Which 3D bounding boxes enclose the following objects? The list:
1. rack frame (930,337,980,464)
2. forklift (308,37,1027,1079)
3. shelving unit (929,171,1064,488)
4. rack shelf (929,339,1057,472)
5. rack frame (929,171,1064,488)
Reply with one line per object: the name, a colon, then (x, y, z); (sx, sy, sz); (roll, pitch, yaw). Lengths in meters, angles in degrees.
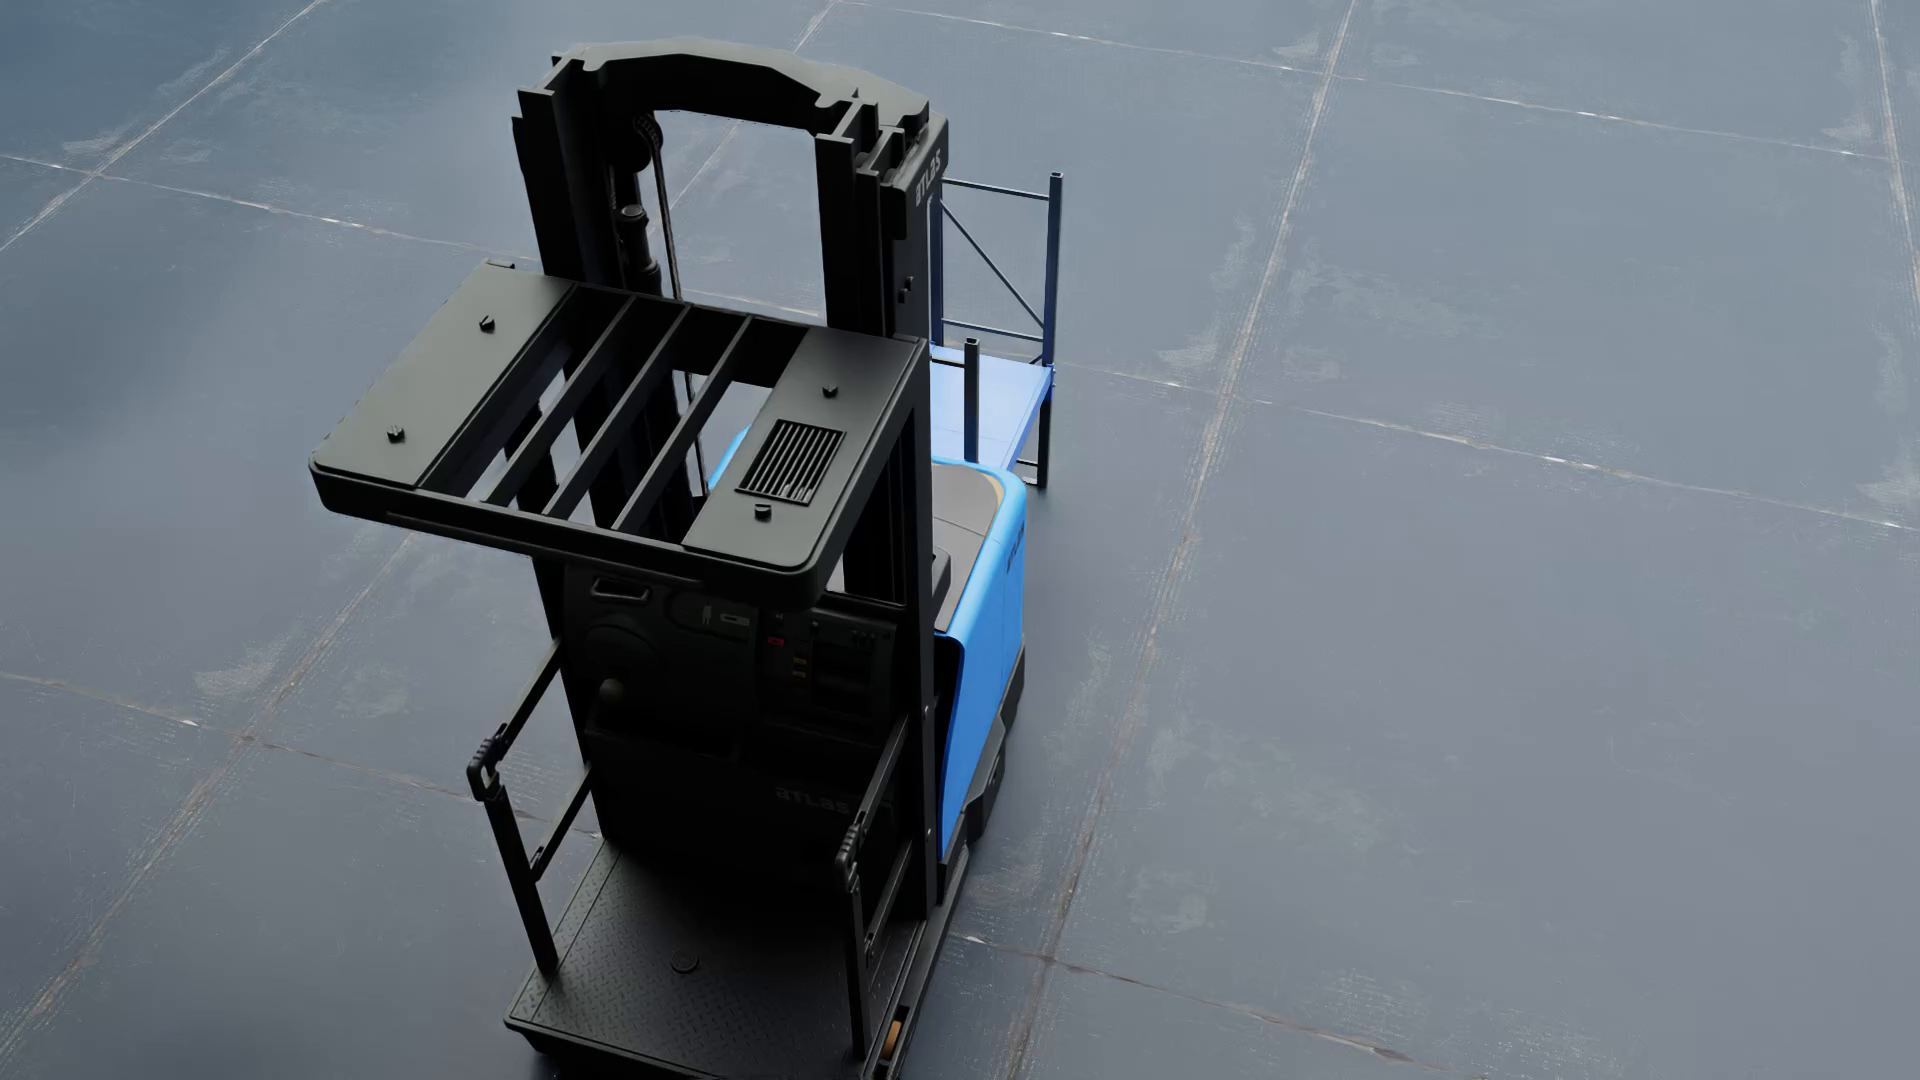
rack frame: (-0.180, -0.140, 5.821); (0.500, 1.500, 0.032); (13, 46, 12)
forklift: (-0.676, 0.390, 4.256); (1.130, 2.935, 3.031); (12, 46, 12)
shelving unit: (-0.026, -0.479, 6.167); (0.538, 1.500, 1.048); (13, 46, 12)
rack shelf: (-0.026, -0.351, 6.293); (0.538, 0.185, 1.000); (13, 46, 12)
rack frame: (0.128, -0.818, 6.514); (0.500, 1.500, 0.032); (13, 46, 12)
